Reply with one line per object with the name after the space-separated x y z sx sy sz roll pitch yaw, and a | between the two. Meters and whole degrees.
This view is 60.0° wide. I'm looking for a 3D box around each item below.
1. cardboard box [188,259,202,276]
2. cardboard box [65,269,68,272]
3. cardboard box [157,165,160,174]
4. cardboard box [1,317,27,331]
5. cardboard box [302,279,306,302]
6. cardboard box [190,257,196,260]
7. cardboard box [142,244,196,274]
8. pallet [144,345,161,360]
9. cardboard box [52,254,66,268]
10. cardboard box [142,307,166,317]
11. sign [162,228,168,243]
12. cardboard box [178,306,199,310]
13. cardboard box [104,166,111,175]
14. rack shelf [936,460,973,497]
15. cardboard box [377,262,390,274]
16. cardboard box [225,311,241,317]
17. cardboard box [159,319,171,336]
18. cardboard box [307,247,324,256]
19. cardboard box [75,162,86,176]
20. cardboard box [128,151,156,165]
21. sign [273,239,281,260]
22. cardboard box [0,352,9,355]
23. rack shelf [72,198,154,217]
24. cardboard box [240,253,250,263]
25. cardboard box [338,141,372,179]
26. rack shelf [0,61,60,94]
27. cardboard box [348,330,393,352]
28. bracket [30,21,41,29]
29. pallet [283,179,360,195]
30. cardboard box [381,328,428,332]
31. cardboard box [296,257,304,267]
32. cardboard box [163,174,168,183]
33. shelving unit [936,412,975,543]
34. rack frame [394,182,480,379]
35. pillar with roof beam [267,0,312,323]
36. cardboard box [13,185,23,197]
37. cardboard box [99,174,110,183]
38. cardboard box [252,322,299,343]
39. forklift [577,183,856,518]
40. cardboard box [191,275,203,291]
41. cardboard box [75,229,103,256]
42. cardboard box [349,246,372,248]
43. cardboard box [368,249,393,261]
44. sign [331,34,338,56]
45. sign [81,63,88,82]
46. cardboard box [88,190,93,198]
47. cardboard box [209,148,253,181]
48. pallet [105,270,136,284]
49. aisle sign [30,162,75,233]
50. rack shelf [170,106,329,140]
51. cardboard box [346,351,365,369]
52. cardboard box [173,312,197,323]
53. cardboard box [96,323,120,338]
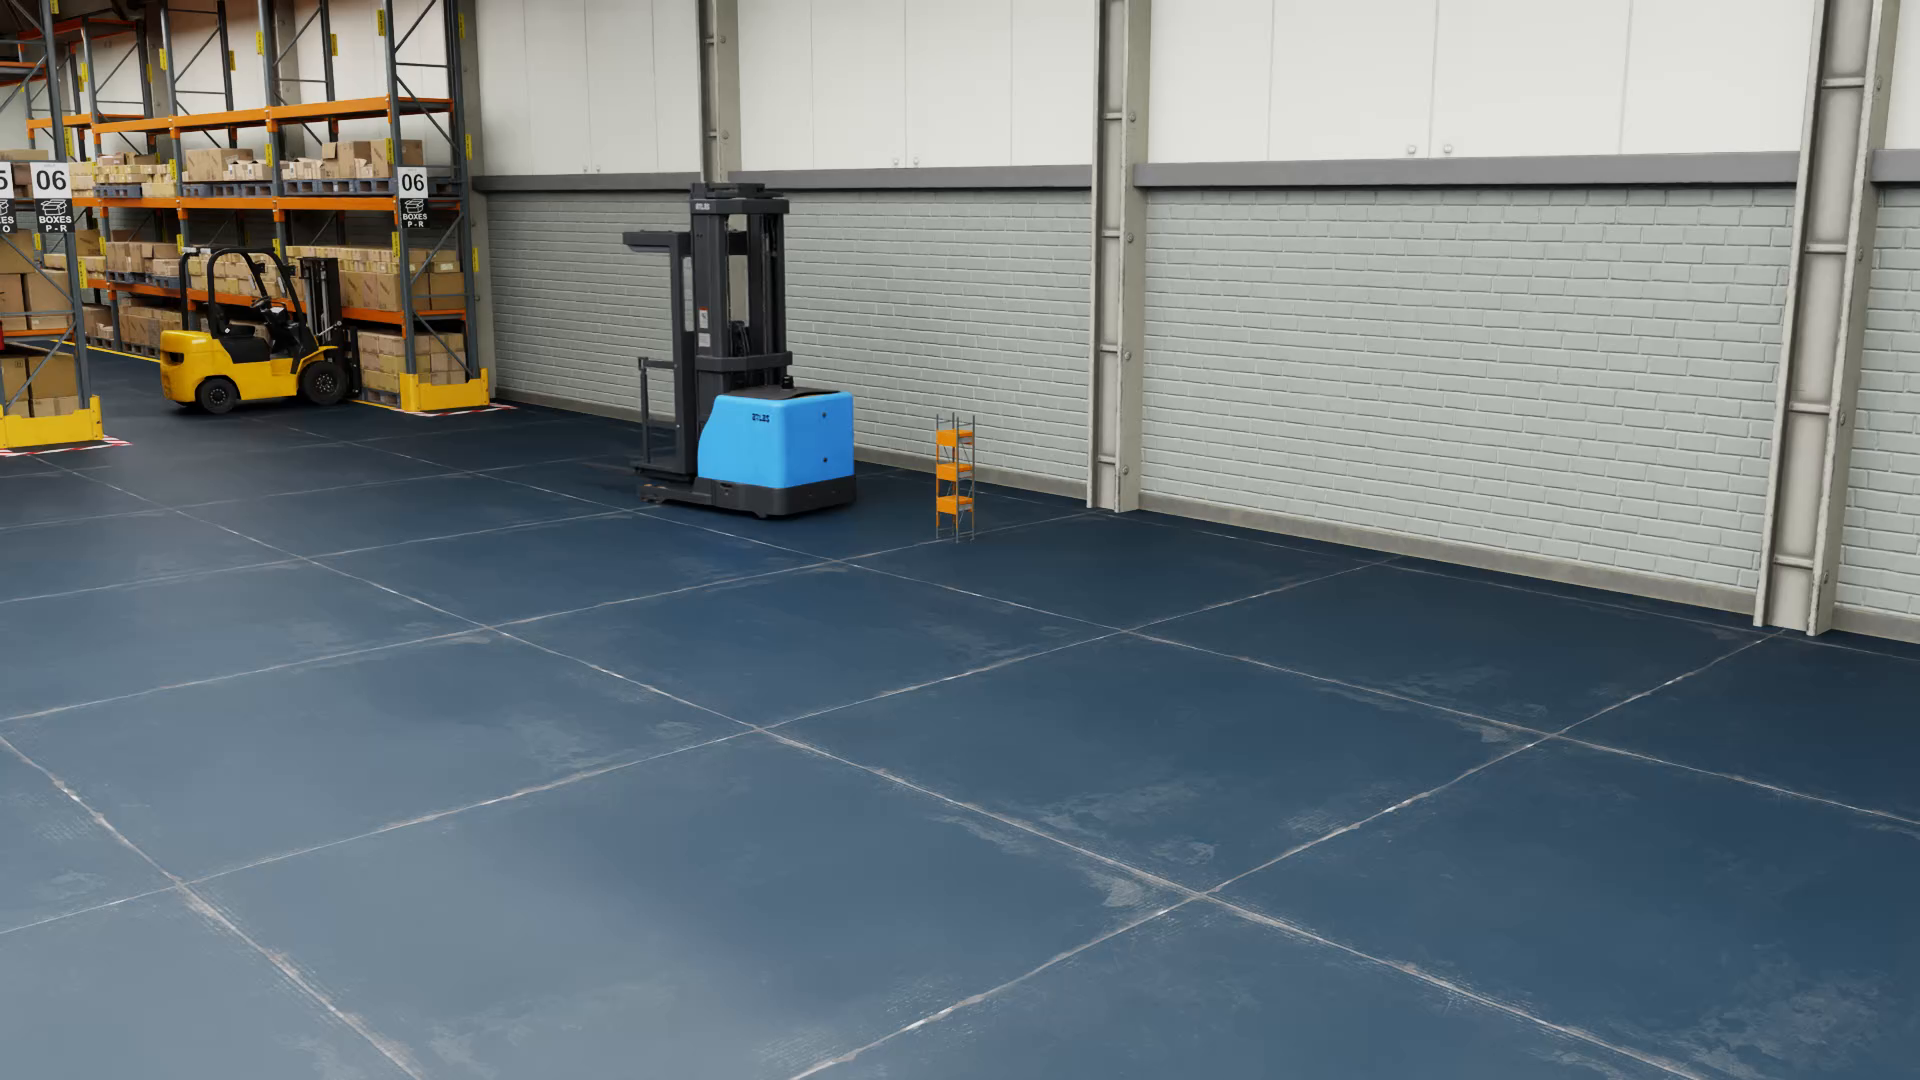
-12.454 -4.528 27.588 0.500 0.250 0.500 -11 16 -43 | cardboard box
-17.208 -5.222 32.448 0.250 0.149 0.380 11 16 44 | cardboard box
-13.488 -6.332 28.426 0.380 0.149 0.250 -11 16 -43 | cardboard box
-11.042 -2.501 19.239 0.380 0.149 0.250 -10 15 -41 | cardboard box
-9.314 -3.749 24.428 0.500 0.500 0.500 -11 16 -42 | cardboard box
-12.559 -4.738 27.619 0.380 0.149 0.250 -10 15 -41 | cardboard box
-13.827 -4.928 29.098 0.637 0.503 0.797 11 16 44 | cardboard box
-13.892 -3.385 29.820 1.003 0.211 1.213 -11 16 -43 | pallet
-17.624 -5.521 32.912 0.500 0.250 0.500 -11 16 -42 | cardboard box
-14.496 -4.107 29.959 0.380 0.149 0.250 -11 16 -43 | cardboard box
-14.929 -5.688 31.215 0.100 0.325 0.005 -11 16 -43 | sign
-13.941 -4.145 30.144 0.380 0.149 0.250 -11 16 -42 | cardboard box
-15.059 -6.612 29.736 0.380 0.149 0.250 -11 16 -44 | cardboard box
-0.037 -0.512 13.846 0.215 0.259 0.240 -11 16 -43 | rack shelf
-7.681 -3.703 22.594 0.380 0.149 0.250 -11 16 -42 | cardboard box
-12.701 -3.877 28.845 0.380 0.149 0.250 -10 15 -40 | cardboard box
-13.715 -3.622 29.215 0.500 0.500 0.500 -10 15 -40 | cardboard box
-9.266 -4.186 24.204 0.380 0.149 0.250 -10 16 -41 | cardboard box
-16.208 -6.942 31.134 0.500 0.250 0.500 -11 16 -43 | cardboard box
-14.861 -6.923 30.217 0.396 0.266 0.258 -11 16 -43 | cardboard box
-10.189 -4.326 24.804 0.100 0.325 0.005 -11 16 -43 | sign
-11.733 -1.982 20.011 0.500 0.500 0.500 -10 15 -40 | cardboard box
-16.709 -6.451 32.140 1.077 0.370 4.000 -11 16 -43 | rack shelf
-11.104 -4.443 26.188 0.380 0.149 0.250 -11 16 -42 | cardboard box
-8.158 -5.258 23.030 0.700 0.500 0.500 -11 16 -42 | cardboard box
-12.010 -5.475 19.977 1.077 0.370 4.000 -11 16 -43 | rack shelf
-8.297 -2.810 23.411 0.500 0.250 0.500 -11 16 -42 | cardboard box
-19.271 -10.737 34.804 0.235 0.232 0.430 -11 16 -43 | bracket
-9.196 -5.180 24.406 1.003 0.211 1.213 -11 16 -43 | pallet
-7.922 -2.883 23.769 0.500 0.250 0.500 -11 16 -43 | cardboard box
-9.594 -4.121 24.625 0.380 0.149 0.250 -10 16 -41 | cardboard box
-13.313 -6.150 28.281 0.380 0.149 0.250 -10 16 -41 | cardboard box
-0.037 -0.522 13.843 0.215 1.050 0.252 -11 16 -43 | shelving unit
-7.041 -3.291 22.453 1.000 3.000 0.127 -11 16 -43 | rack frame
-14.127 -6.733 24.289 9.100 9.000 0.400 -11 16 -43 | pillar with roof beam
-10.869 -4.065 19.396 0.250 0.149 0.380 11 16 43 | cardboard box
-15.256 -6.502 29.936 0.380 0.149 0.250 -11 16 -42 | cardboard box
-10.702 -3.107 26.401 0.875 0.625 0.625 -11 16 -43 | cardboard box
-2.423 -1.846 15.608 3.031 2.935 1.130 9 15 38 | forklift
-12.436 -4.287 27.656 0.500 0.250 0.500 -11 16 -42 | cardboard box
-16.936 -5.743 32.130 0.500 0.500 0.500 -10 16 -41 | cardboard box
-8.811 -4.276 24.640 0.380 0.149 0.250 -11 16 -44 | cardboard box
-7.952 -3.939 23.006 0.380 0.149 0.250 -11 16 -42 | cardboard box
-9.385 -7.422 24.929 0.100 0.325 0.005 -11 16 -43 | sign
-15.733 -8.404 29.892 0.100 0.325 0.005 -11 16 -43 | sign
-15.957 -6.436 30.907 0.380 0.149 0.250 -11 16 -43 | cardboard box
-11.539 -5.943 26.356 0.500 0.500 0.500 -10 16 -41 | cardboard box
-14.855 -4.817 30.333 1.003 0.211 1.213 -11 16 -43 | pallet
-10.362 -3.906 18.996 0.394 0.787 0.004 -11 16 -43 | aisle sign
-11.185 -6.557 26.211 1.077 0.370 4.000 -11 16 -43 | rack shelf
-8.314 -2.570 23.485 0.500 0.250 0.500 -11 16 -44 | cardboard box
-13.301 -3.830 28.615 0.250 0.149 0.380 11 16 42 | cardboard box
-16.172 -4.002 31.636 0.396 0.266 0.258 -10 15 -41 | cardboard box
